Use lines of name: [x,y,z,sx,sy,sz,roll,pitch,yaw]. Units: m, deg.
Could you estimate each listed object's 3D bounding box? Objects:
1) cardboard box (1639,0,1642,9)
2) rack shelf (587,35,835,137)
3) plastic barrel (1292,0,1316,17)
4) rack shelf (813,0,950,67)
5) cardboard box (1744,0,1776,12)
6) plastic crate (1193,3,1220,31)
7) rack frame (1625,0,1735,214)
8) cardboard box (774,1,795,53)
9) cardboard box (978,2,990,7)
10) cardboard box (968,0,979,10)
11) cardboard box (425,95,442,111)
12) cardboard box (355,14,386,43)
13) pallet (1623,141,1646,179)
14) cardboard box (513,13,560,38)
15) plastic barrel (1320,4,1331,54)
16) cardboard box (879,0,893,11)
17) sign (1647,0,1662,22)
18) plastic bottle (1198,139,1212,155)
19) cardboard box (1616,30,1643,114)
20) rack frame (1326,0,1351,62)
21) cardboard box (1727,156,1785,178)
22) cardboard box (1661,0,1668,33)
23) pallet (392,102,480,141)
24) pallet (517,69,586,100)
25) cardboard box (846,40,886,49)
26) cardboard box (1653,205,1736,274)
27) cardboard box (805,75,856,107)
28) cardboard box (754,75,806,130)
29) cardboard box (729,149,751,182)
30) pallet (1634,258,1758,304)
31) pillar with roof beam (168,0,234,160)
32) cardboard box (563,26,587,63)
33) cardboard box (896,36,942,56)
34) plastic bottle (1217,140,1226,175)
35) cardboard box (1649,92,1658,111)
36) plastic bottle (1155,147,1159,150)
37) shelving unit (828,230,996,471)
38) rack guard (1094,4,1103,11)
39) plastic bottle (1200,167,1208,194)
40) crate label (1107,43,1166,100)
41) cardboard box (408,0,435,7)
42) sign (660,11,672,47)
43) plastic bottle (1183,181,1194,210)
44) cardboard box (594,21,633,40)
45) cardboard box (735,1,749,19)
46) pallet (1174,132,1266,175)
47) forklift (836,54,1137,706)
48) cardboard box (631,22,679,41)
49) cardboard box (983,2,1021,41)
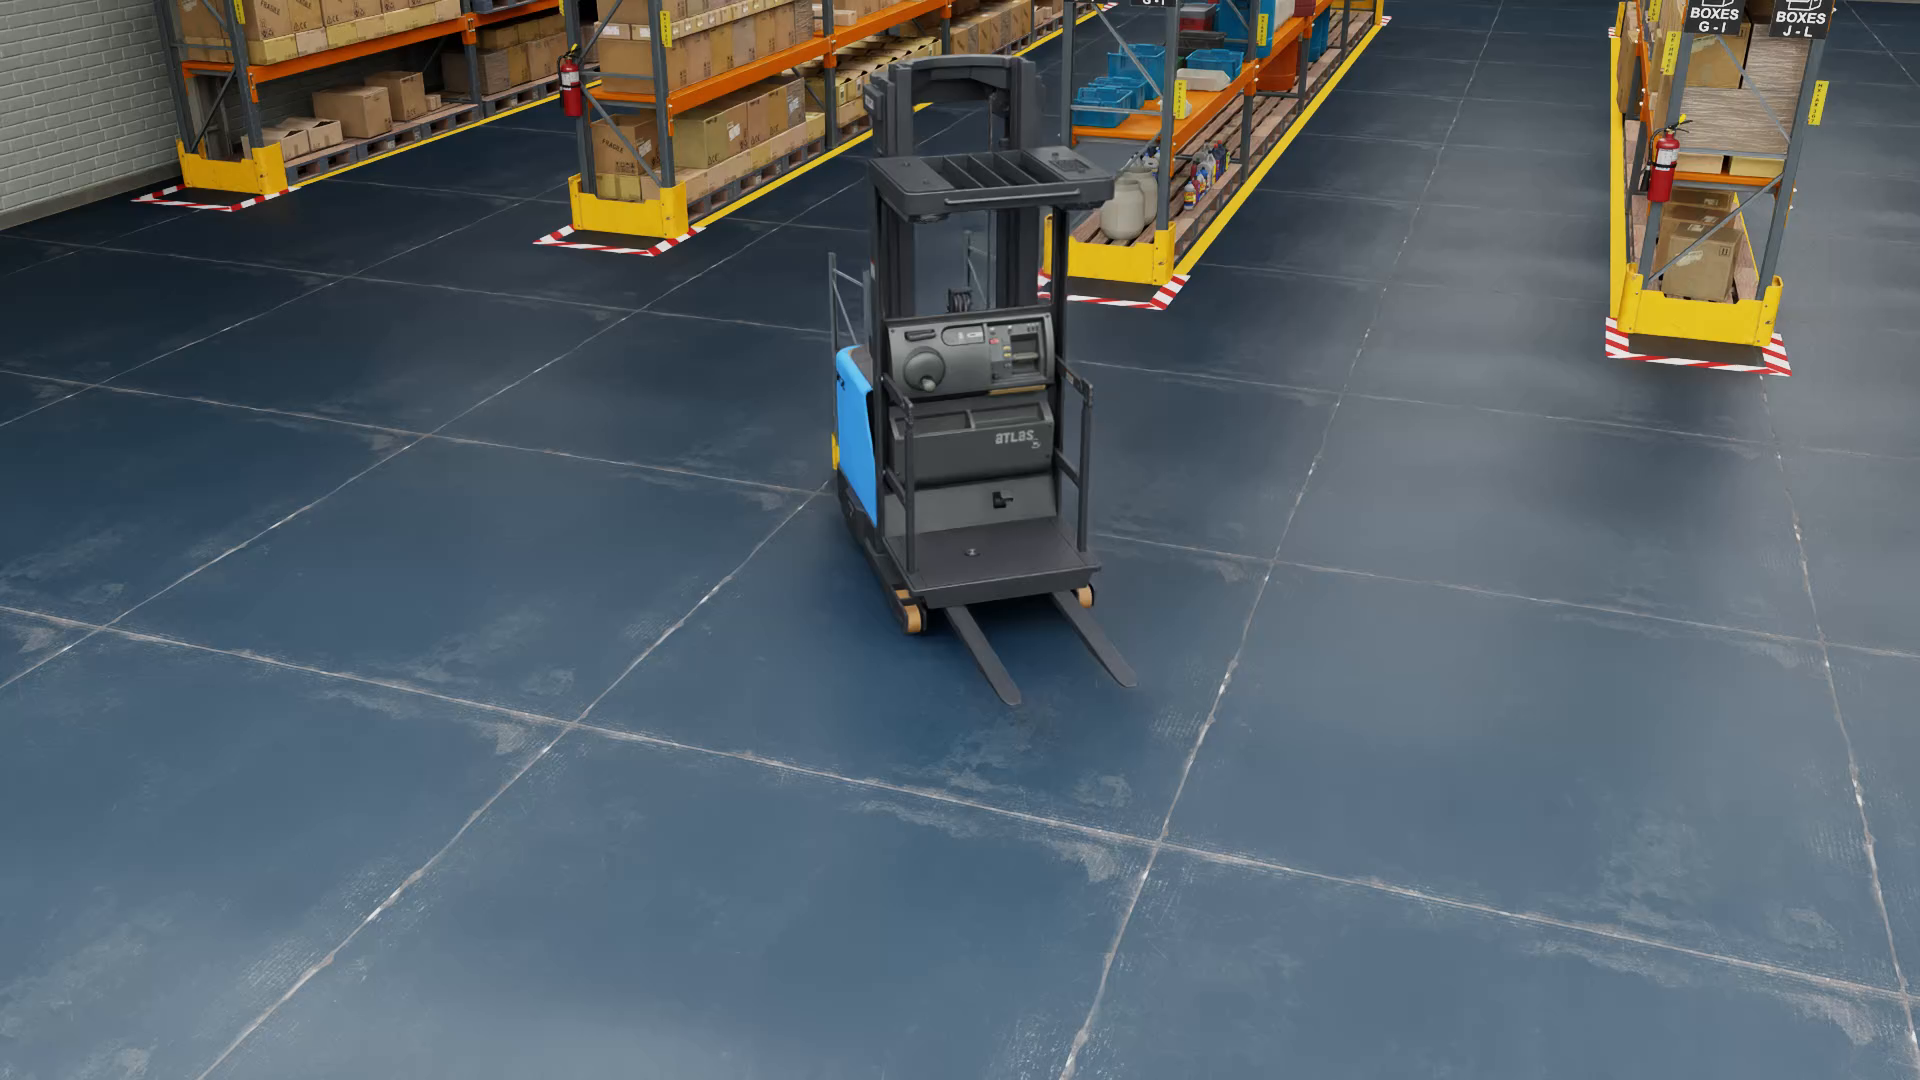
cardboard box: [8.981,-7.026,21.204,0.500,0.500,0.500,8,27,16]
rack shelf: [-2.628,-4.973,17.904,1.077,0.370,4.000,9,27,17]
plastic barrel: [4.170,-6.869,20.838,0.600,0.536,0.708,9,27,17]
rack shelf: [-1.297,-6.616,21.299,1.077,0.370,4.000,9,27,17]
cardboard box: [6.825,-4.262,14.007,0.500,0.500,0.500,9,27,17]
plastic crate: [2.781,-5.890,18.991,0.392,0.384,0.575,9,27,17]
rack frame: [7.378,-4.680,16.474,1.000,3.000,0.127,9,27,17]
cardboard box: [-2.273,-5.762,18.594,0.700,0.500,0.500,8,27,17]
cardboard box: [0.142,-8.095,25.890,0.500,0.500,0.500,9,27,18]
cardboard box: [-0.024,-8.242,25.334,0.500,0.250,0.500,9,27,18]
cardboard box: [-6.785,-5.534,20.983,0.380,0.166,0.250,5,26,11]
cardboard box: [-6.999,-5.919,19.181,0.500,0.250,0.500,9,27,18]
pallet: [8.040,-4.248,18.782,1.003,0.211,1.213,9,27,17]
cardboard box: [-5.909,-7.149,23.076,0.500,0.250,0.500,9,27,17]
plastic barrel: [5.173,-7.709,24.657,0.600,0.901,0.708,9,27,17]
cardboard box: [-1.174,-7.115,21.389,0.500,0.500,0.500,7,27,15]
sign: [6.854,-5.280,16.385,0.100,0.325,0.005,9,27,17]
plastic bottle: [2.629,-4.119,17.849,0.144,0.351,0.185,9,27,17]
cardboard box: [8.959,-5.837,20.820,1.225,0.875,0.875,7,27,15]
rack frame: [5.370,-8.686,24.748,1.000,3.000,0.127,9,27,17]
cardboard box: [6.367,-3.006,13.304,0.380,0.149,0.250,9,27,17]
cardboard box: [6.824,-4.955,15.439,0.500,0.500,0.500,9,27,17]
pallet: [-6.825,-5.299,20.952,1.003,0.211,1.213,9,27,17]
pallet: [-5.973,-6.403,23.233,1.003,0.211,1.213,9,27,17]
cardboard box: [-1.249,-6.576,22.420,0.500,0.311,0.500,8,27,16]
cardboard box: [6.437,-2.605,14.575,0.500,0.500,0.500,17,30,31]
cardboard box: [-1.590,-5.456,20.106,0.500,0.311,0.500,9,27,18]
cardboard box: [-2.088,-4.981,18.909,0.500,0.500,0.500,9,27,17]
cardboard box: [-2.575,-4.025,17.795,0.500,0.250,0.500,9,27,17]
pallet: [6.376,-2.141,14.430,1.003,0.211,1.213,9,27,17]
pillar with roof beam: [-4.489,-7.680,15.786,9.100,9.000,0.400,9,27,17]
cardboard box: [-5.775,-7.054,23.740,0.700,0.500,0.500,9,27,17]
cardboard box: [-0.573,-6.715,22.707,0.500,0.311,0.500,9,27,19]
plastic bottle: [2.765,-4.098,17.806,0.144,0.351,0.185,8,27,16]
cardboard box: [6.674,-4.114,15.593,0.380,0.149,0.250,9,27,17]
plastic bottle: [2.106,-4.166,18.034,0.152,0.276,0.135,10,27,19]
shelving unit: [-0.255,-1.181,10.968,1.083,1.500,0.587,-15,30,-28]
rack guard: [2.006,-9.893,30.110,1.175,0.500,0.348,9,27,17]
plastic bottle: [2.488,-3.690,17.055,0.097,0.271,0.097,0,26,0]
crate label: [1.734,-4.566,16.198,0.502,0.435,0.616,9,27,17]
cardboard box: [-6.661,-6.669,19.871,0.500,0.500,0.500,9,27,17]
sign: [-2.772,-4.817,15.672,0.100,0.325,0.005,9,27,17]
plastic bottle: [2.274,-3.425,16.507,0.097,0.271,0.097,0,26,0]
cardboard box: [-3.346,-4.996,16.268,0.380,0.149,0.250,8,27,17]
cardboard box: [-2.447,-5.573,17.459,0.380,0.149,0.250,9,27,18]
pallet: [2.932,-4.472,19.243,1.003,0.211,1.213,9,27,17]
forklift: [0.130,-0.989,8.930,1.130,2.935,3.031,-7,27,-15]
cardboard box: [-2.960,-4.941,16.155,0.380,0.149,0.250,9,27,17]
cardboard box: [0.634,-8.033,25.762,0.500,0.500,0.500,9,27,18]
